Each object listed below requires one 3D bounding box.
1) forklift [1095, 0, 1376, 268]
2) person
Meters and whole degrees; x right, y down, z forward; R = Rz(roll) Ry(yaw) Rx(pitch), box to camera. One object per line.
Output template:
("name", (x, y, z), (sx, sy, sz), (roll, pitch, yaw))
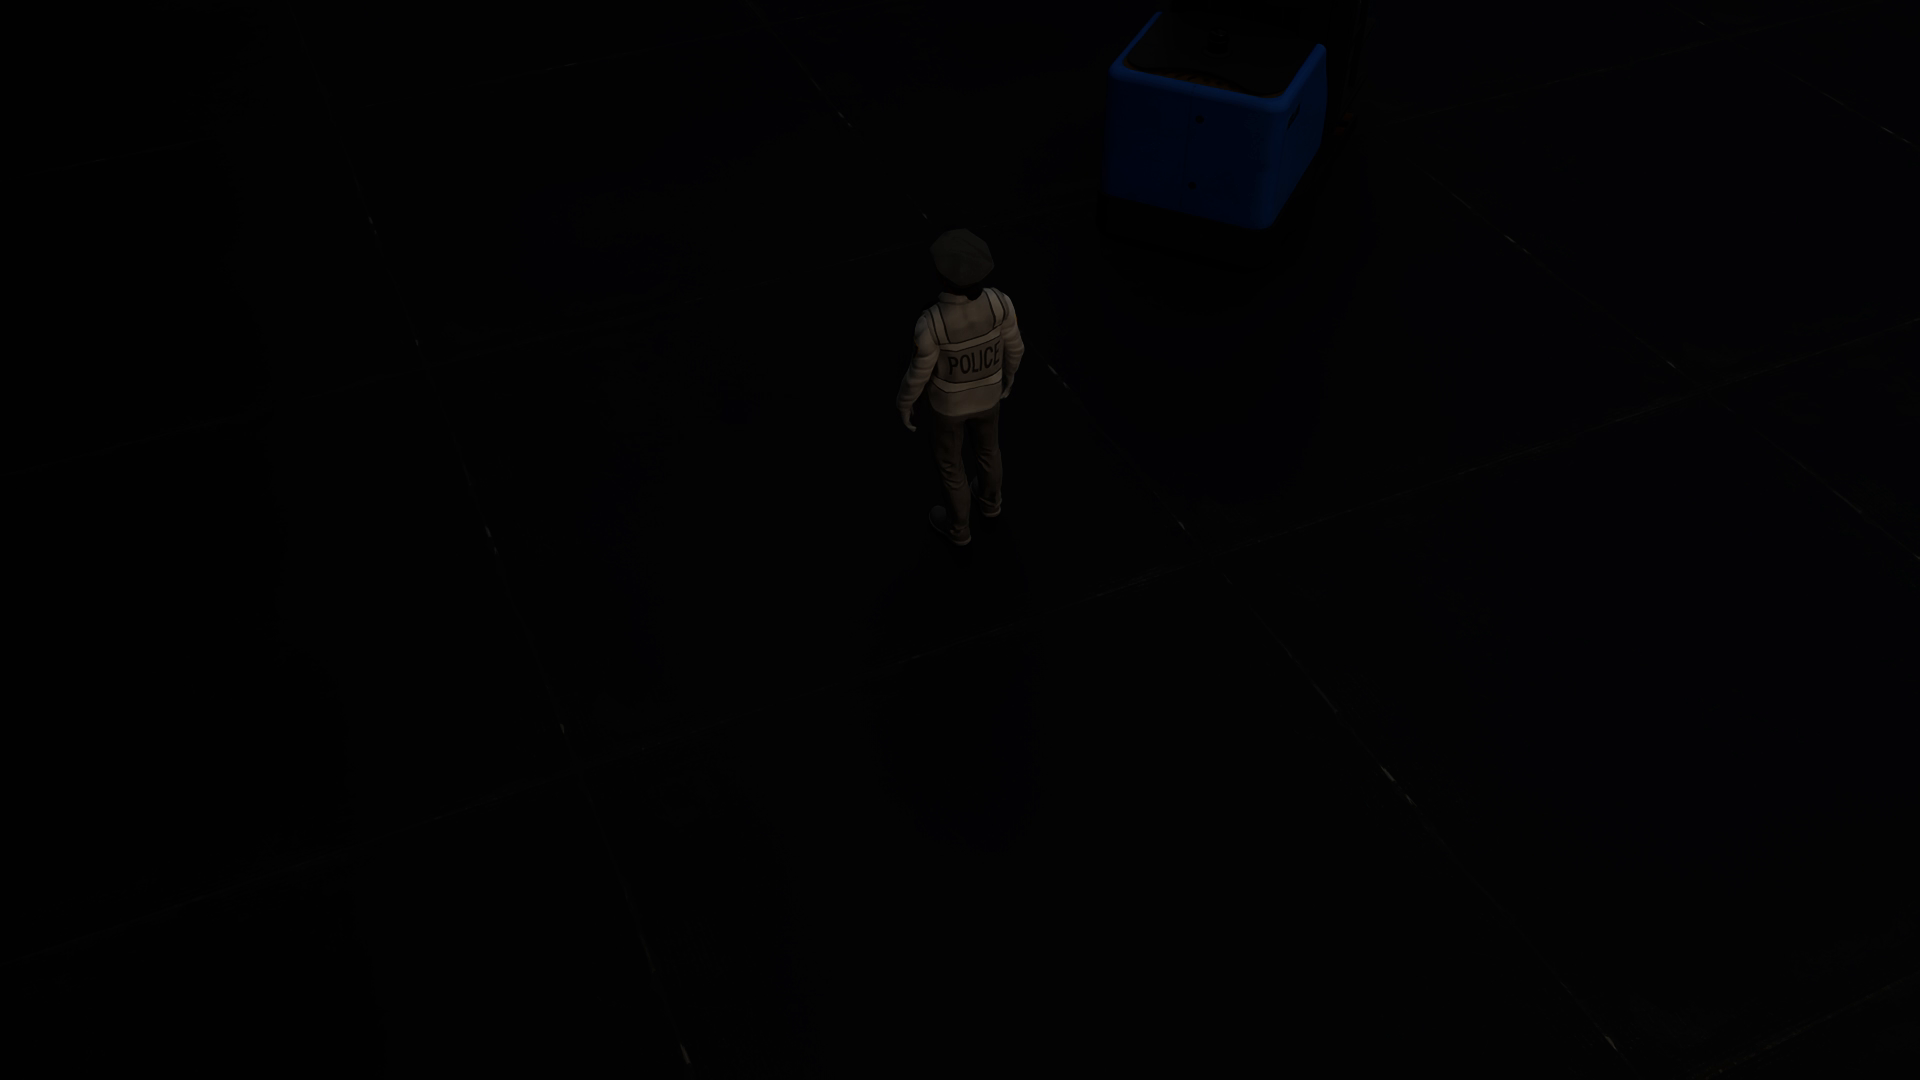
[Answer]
("forklift", (1.872, -3.613, 9.552), (1.130, 2.935, 3.031), (18, 46, 18))
("person", (-0.023, -0.669, 7.293), (0.587, 1.695, 0.531), (-18, 46, -18))
